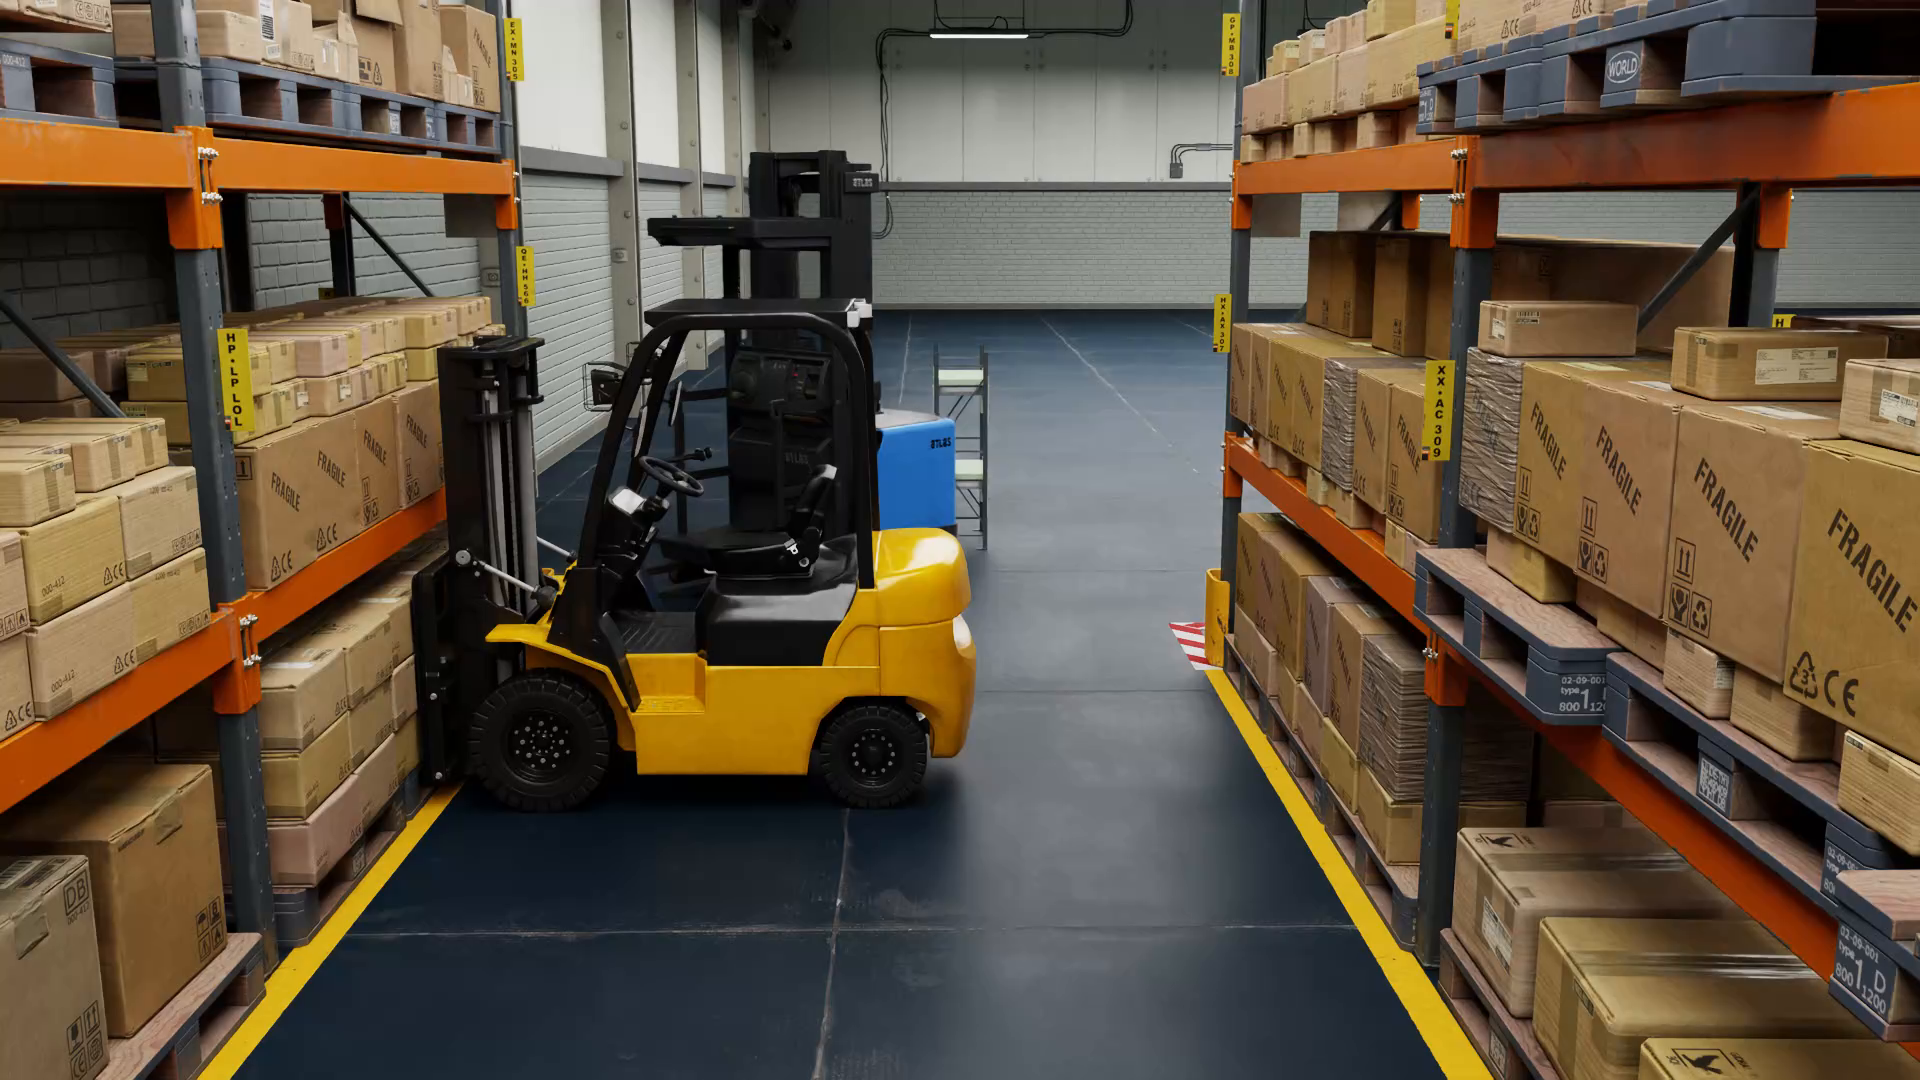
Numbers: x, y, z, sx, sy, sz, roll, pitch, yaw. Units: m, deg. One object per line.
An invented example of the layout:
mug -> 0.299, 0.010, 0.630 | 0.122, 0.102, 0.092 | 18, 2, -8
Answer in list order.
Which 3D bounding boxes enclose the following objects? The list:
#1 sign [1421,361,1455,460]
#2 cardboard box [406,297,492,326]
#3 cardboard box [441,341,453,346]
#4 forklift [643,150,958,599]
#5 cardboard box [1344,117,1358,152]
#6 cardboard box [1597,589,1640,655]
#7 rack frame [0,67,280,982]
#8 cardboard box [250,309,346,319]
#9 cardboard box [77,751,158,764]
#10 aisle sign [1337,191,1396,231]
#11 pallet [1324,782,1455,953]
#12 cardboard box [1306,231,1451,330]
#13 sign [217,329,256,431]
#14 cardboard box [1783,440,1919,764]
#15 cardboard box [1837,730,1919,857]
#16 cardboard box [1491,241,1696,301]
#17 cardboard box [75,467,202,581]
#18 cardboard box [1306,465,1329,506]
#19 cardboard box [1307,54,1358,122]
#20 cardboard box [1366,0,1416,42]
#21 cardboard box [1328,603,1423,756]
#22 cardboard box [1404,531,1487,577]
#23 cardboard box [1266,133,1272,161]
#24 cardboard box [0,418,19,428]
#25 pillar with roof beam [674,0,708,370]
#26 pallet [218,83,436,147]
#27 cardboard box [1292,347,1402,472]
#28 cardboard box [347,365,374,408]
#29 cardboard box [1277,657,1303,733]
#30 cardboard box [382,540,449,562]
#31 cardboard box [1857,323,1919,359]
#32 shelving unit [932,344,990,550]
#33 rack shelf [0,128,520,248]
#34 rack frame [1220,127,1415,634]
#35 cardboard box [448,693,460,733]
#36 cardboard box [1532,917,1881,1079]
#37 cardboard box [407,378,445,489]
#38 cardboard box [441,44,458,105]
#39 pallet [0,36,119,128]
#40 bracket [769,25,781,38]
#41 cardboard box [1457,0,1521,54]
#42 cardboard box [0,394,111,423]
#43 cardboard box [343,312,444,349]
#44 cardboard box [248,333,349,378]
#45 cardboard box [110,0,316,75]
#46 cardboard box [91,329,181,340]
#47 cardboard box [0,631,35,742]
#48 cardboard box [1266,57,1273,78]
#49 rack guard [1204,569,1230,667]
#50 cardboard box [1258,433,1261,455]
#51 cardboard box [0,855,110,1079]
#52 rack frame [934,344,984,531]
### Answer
sign -> 1.559, -0.420, 5.409 | 0.100, 0.325, 0.005 | 0, 11, -1
cardboard box -> -2.726, -1.216, 8.878 | 0.380, 0.149, 0.250 | 0, 11, -1
cardboard box -> -2.631, -0.868, 7.911 | 0.380, 0.149, 0.250 | -1, 11, -3
forklift -> -1.366, -1.103, 11.123 | 1.130, 2.935, 3.031 | 10, 15, 40
cardboard box -> 1.853, -1.716, 7.060 | 0.380, 0.149, 0.250 | 0, 11, -2
cardboard box -> 1.839, 0.186, 4.175 | 0.380, 0.149, 0.250 | 0, 11, 0
rack frame -> -2.862, 0.021, 5.409 | 1.000, 3.000, 0.127 | 0, 11, -1
cardboard box -> -3.139, -1.013, 7.875 | 0.380, 0.149, 0.250 | 0, 11, 1
cardboard box -> -3.077, 0.822, 6.064 | 0.500, 0.250, 0.500 | 0, 11, -2
aisle sign -> 2.307, -2.082, 9.241 | 0.394, 0.787, 0.004 | 0, 11, -1
pallet -> 2.052, 1.234, 6.448 | 1.003, 0.211, 1.213 | 0, 11, -1
cardboard box -> 2.247, -1.379, 8.798 | 0.700, 0.500, 0.500 | -1, 11, -3
sign -> -2.319, -0.511, 5.323 | 0.100, 0.325, 0.005 | 0, 11, -1
cardboard box -> 1.863, 0.103, 2.954 | 0.500, 0.500, 0.500 | -1, 12, -5
cardboard box -> 1.797, 0.441, 2.917 | 0.380, 0.149, 0.250 | 0, 11, 0
cardboard box -> 2.320, -0.875, 6.311 | 0.700, 0.500, 0.500 | 0, 11, -1
cardboard box -> -2.596, -0.054, 4.899 | 0.500, 0.250, 0.500 | 0, 11, -2
cardboard box -> 1.748, -0.243, 7.345 | 0.380, 0.149, 0.250 | 0, 11, -1
cardboard box -> 1.789, -1.932, 7.120 | 0.500, 0.250, 0.500 | 0, 11, 0
cardboard box -> 1.742, -1.954, 6.229 | 0.380, 0.149, 0.250 | 0, 11, 1
cardboard box -> 1.808, 0.557, 6.743 | 0.500, 0.500, 0.500 | 0, 11, 0
cardboard box -> 1.789, 0.061, 5.847 | 0.380, 0.149, 0.250 | 0, 11, -2
cardboard box -> 1.795, -2.023, 8.572 | 0.380, 0.149, 0.250 | -1, 11, -3
cardboard box -> -3.069, -0.275, 4.986 | 0.380, 0.149, 0.250 | 0, 11, -2
pillar with roof beam -> 0.101, -7.168, 25.756 | 9.100, 9.000, 0.400 | 0, 11, -1
pallet -> -2.927, -1.817, 7.148 | 1.003, 0.211, 1.213 | 0, 11, -1
cardboard box -> 1.795, -0.589, 7.419 | 0.500, 0.500, 0.500 | 0, 11, -2
cardboard box -> -2.580, -0.615, 6.661 | 0.380, 0.149, 0.250 | 0, 11, -2
cardboard box -> 1.785, 0.718, 7.834 | 0.500, 0.250, 0.500 | 1, 11, 3
cardboard box -> -2.586, 0.170, 8.022 | 0.500, 0.250, 0.500 | 0, 11, 0
cardboard box -> 2.393, -0.436, 3.977 | 0.380, 0.149, 0.250 | -1, 11, -4
shelving unit -> 0.000, -0.736, 12.917 | 0.431, 1.500, 0.755 | 0, 11, -1
rack shelf -> -2.903, -1.494, 7.142 | 1.077, 0.370, 4.000 | 0, 11, -1
rack frame -> 2.018, -0.795, 9.433 | 1.000, 3.000, 0.127 | 0, 11, -1
cardboard box -> -2.583, 0.762, 7.620 | 0.500, 0.250, 0.500 | 0, 11, 1
cardboard box -> 2.132, 1.329, 4.515 | 0.950, 0.372, 0.625 | 0, 11, 2
cardboard box -> -2.659, -0.521, 7.831 | 0.500, 0.500, 0.500 | 0, 11, -2
cardboard box -> -2.618, -2.219, 7.938 | 0.396, 0.266, 0.258 | 0, 11, -1
pallet -> -2.830, -1.180, 4.266 | 0.805, 0.209, 1.217 | -1, 11, -3
bracket -> -4.087, -11.218, 36.669 | 0.235, 0.232, 0.430 | 0, 11, -1
cardboard box -> 1.712, -1.484, 4.608 | 0.500, 0.250, 0.500 | -1, 11, -3
cardboard box -> -3.125, -0.408, 5.645 | 0.380, 0.149, 0.250 | 0, 11, -1
cardboard box -> -2.600, -0.963, 7.629 | 0.380, 0.149, 0.250 | 0, 11, 0
cardboard box -> -2.584, -0.710, 6.382 | 0.380, 0.149, 0.250 | 0, 11, 0
cardboard box -> -2.635, -1.826, 5.888 | 0.500, 0.311, 0.500 | 0, 11, 0
cardboard box -> -3.206, -0.757, 6.616 | 0.380, 0.149, 0.250 | 0, 11, -2
cardboard box -> -2.594, 0.393, 3.956 | 0.500, 0.250, 0.500 | 0, 11, -1
cardboard box -> 1.822, -2.461, 8.728 | 0.380, 0.149, 0.250 | 0, 11, -2
rack guard -> 2.020, 0.445, 9.607 | 1.175, 0.500, 0.348 | 0, 11, -1
cardboard box -> 1.762, -0.500, 8.612 | 0.380, 0.149, 0.250 | -1, 11, -3
cardboard box -> -2.831, 1.237, 4.332 | 0.875, 0.625, 0.625 | 0, 11, -2
rack frame -> -0.008, -0.809, 13.275 | 0.400, 1.500, 0.023 | 0, 11, -1
